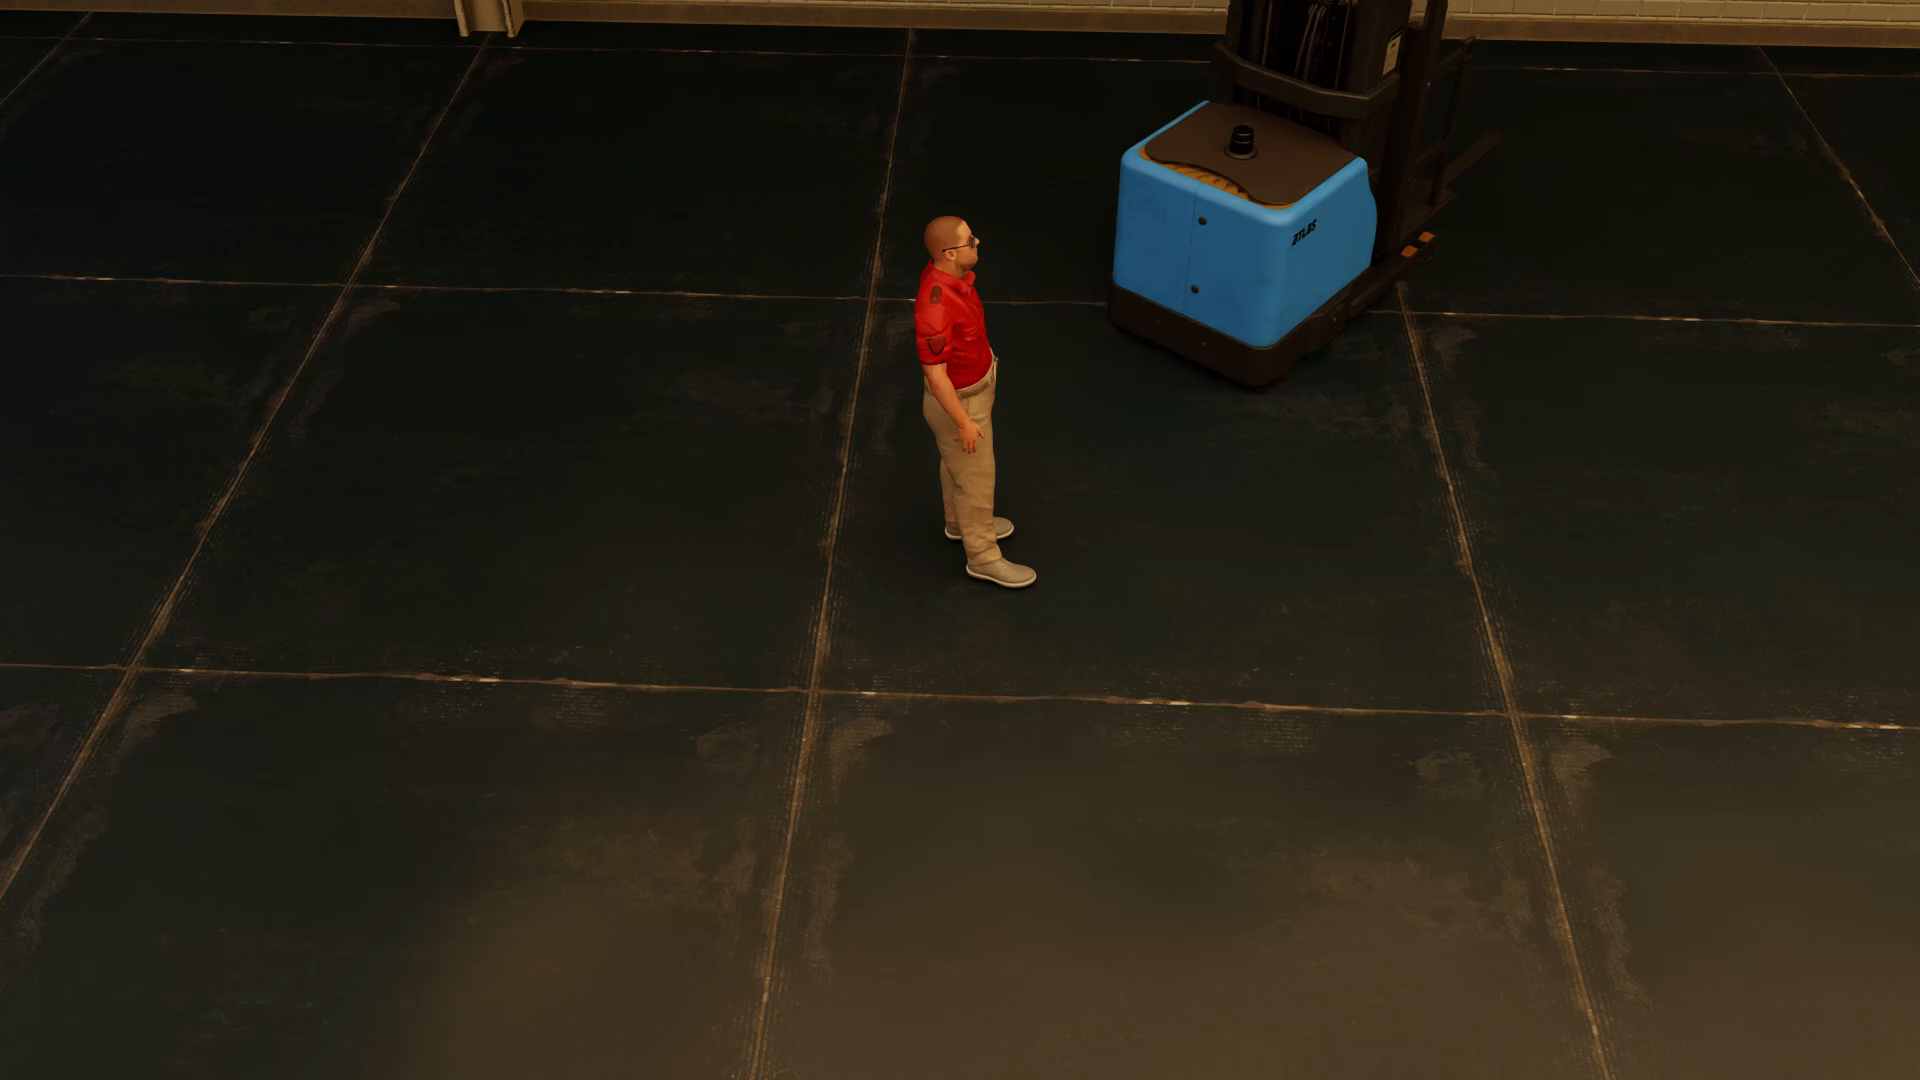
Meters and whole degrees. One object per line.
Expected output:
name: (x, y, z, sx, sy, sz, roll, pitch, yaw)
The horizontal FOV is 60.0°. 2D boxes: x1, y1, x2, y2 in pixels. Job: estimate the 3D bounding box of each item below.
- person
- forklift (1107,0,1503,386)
person: (0.089, -0.632, 7.317, 0.551, 1.727, 0.640, 2, 42, 2)
forklift: (2.147, -2.809, 8.819, 1.130, 2.935, 3.031, 30, 50, 29)
